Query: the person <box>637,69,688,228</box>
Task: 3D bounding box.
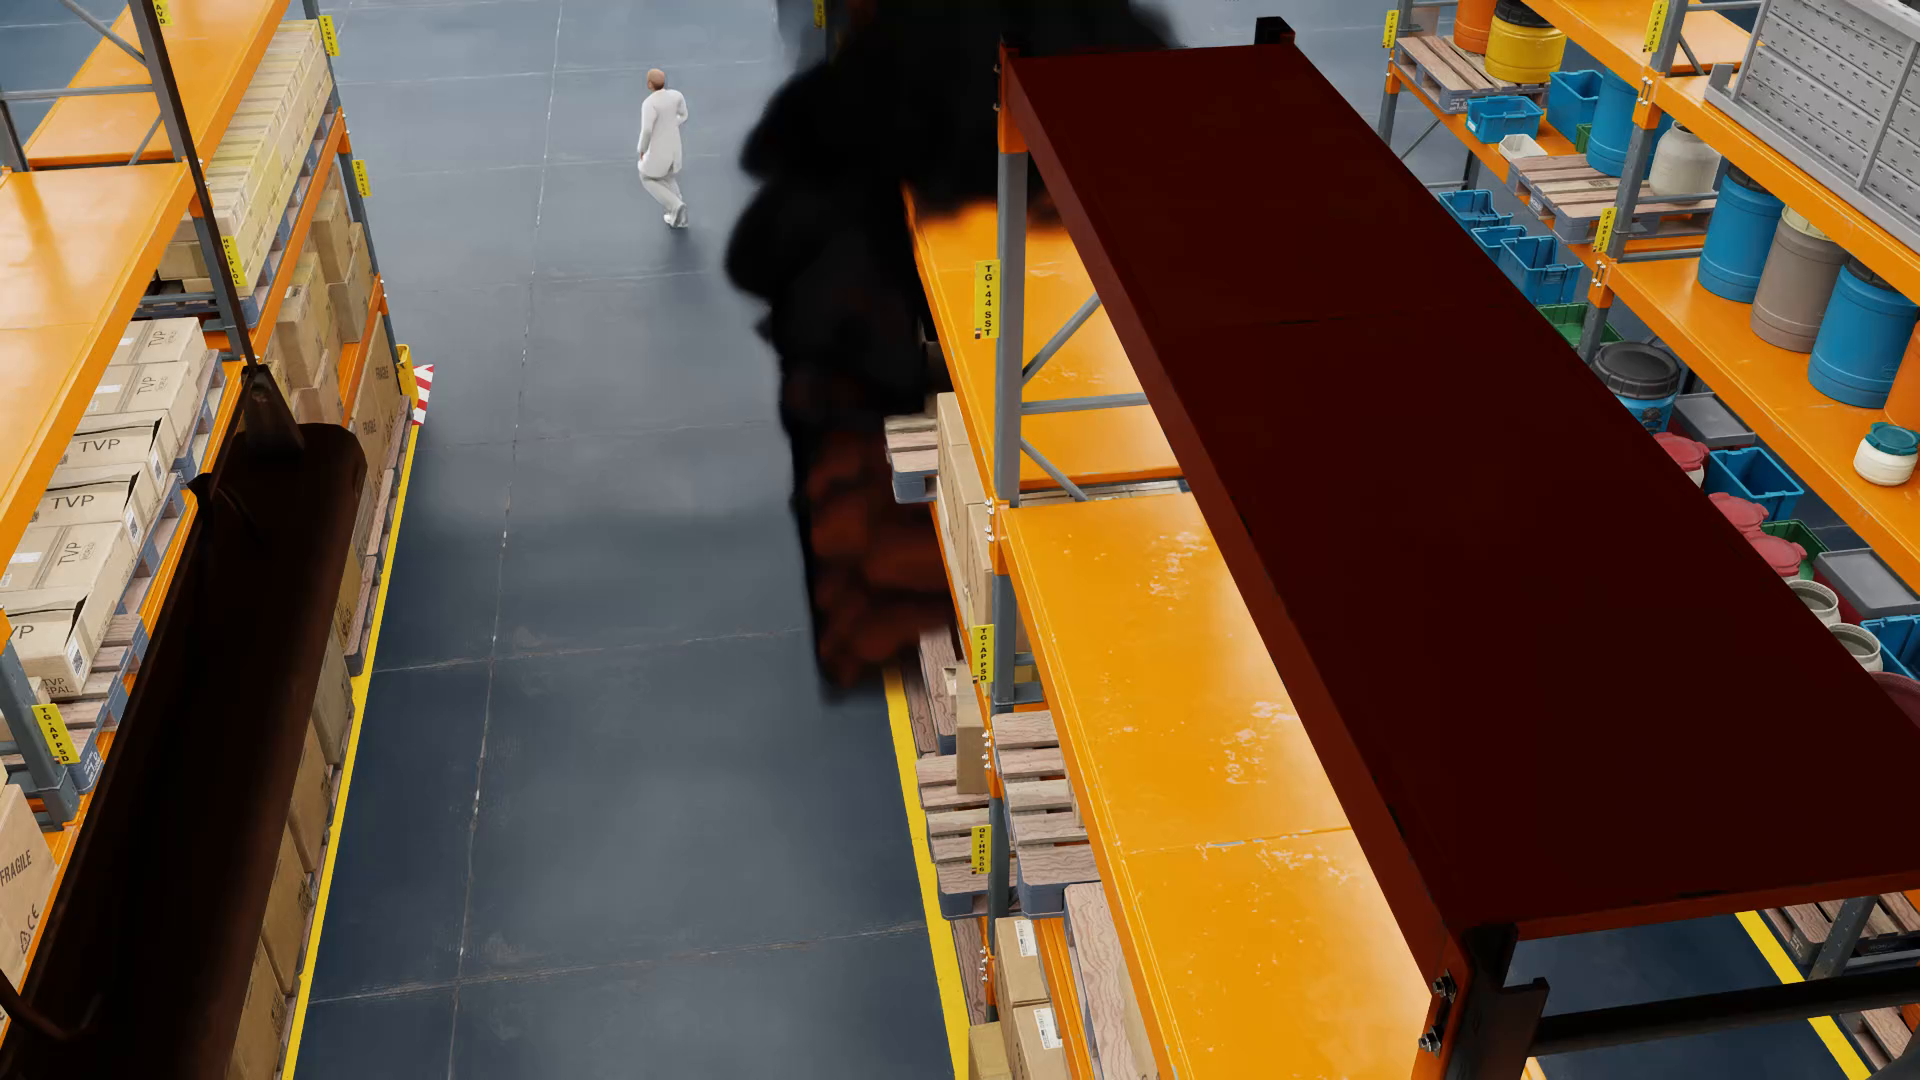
[{"bbox_3d":[-3.162,-4.140,17.625,0.656,1.739,0.755,23,42,28],"label":"person"}]
